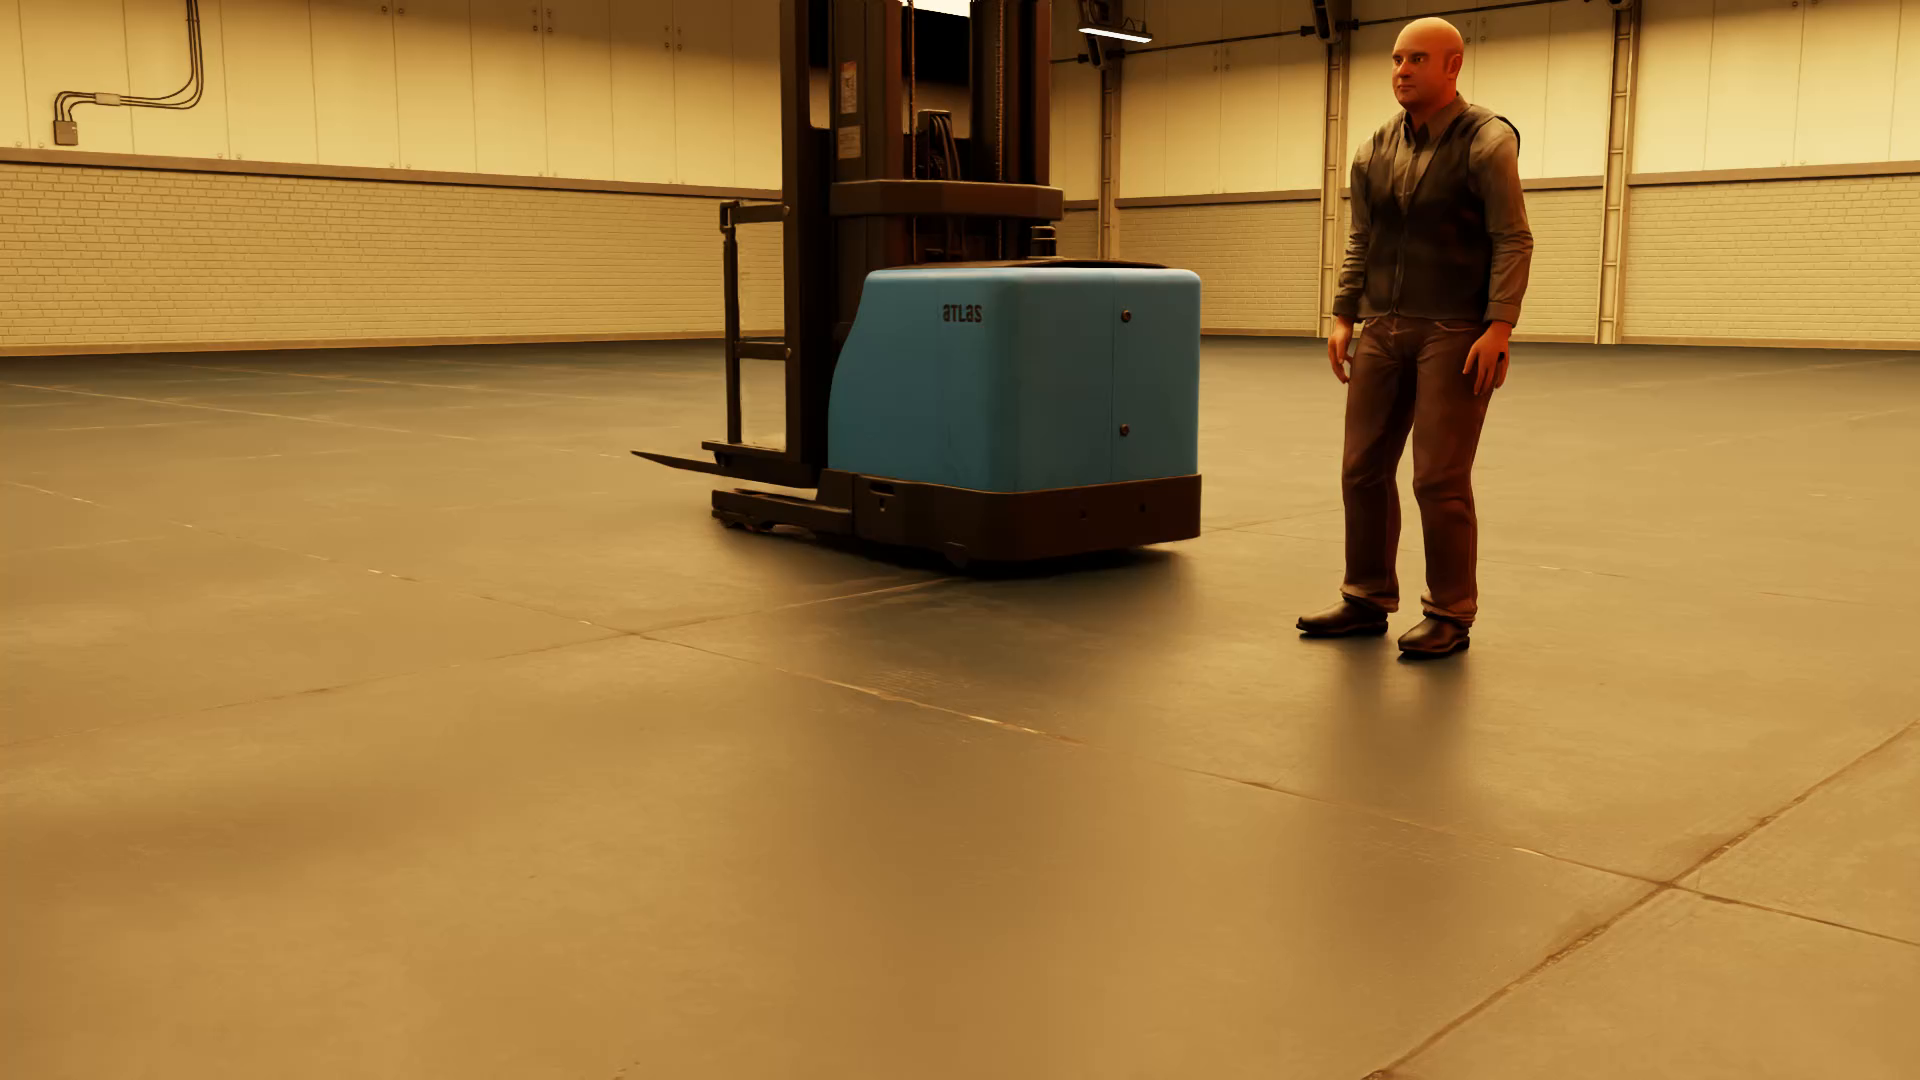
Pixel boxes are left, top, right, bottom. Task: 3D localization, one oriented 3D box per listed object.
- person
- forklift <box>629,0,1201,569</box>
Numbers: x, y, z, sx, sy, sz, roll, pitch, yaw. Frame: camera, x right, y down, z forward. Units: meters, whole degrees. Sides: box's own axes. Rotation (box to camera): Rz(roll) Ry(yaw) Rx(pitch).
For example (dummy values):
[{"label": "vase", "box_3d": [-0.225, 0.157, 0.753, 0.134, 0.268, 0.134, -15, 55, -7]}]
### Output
[{"label": "person", "box_3d": [1.305, -0.558, 4.649, 0.415, 1.721, 0.596, -6, 11, -37]}, {"label": "forklift", "box_3d": [-0.402, -1.519, 6.965, 1.130, 2.935, 3.031, -7, 11, -38]}]
